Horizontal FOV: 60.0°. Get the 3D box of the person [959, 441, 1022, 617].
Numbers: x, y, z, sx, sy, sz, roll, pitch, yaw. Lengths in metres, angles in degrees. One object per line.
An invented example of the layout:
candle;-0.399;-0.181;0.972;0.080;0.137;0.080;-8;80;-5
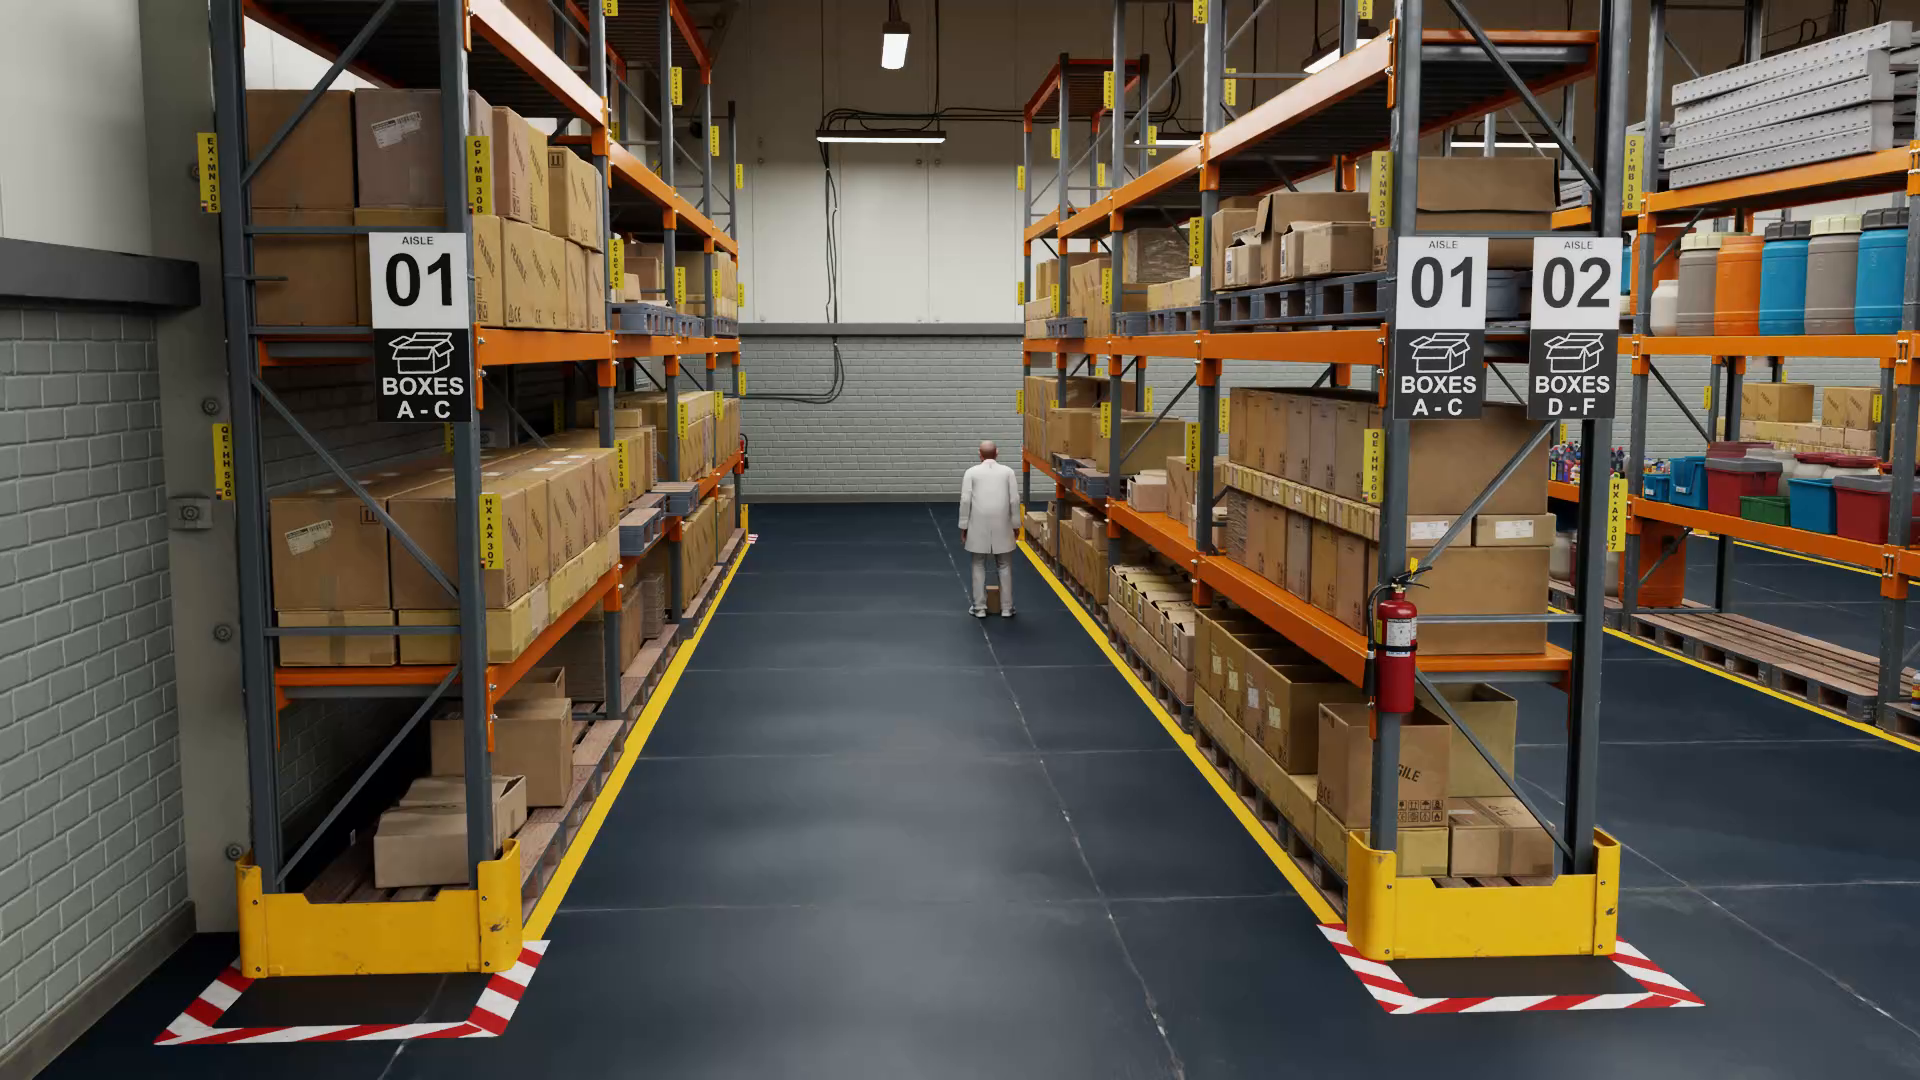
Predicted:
person;0.306;-0.115;16.784;0.643;1.773;0.427;0;7;-4
